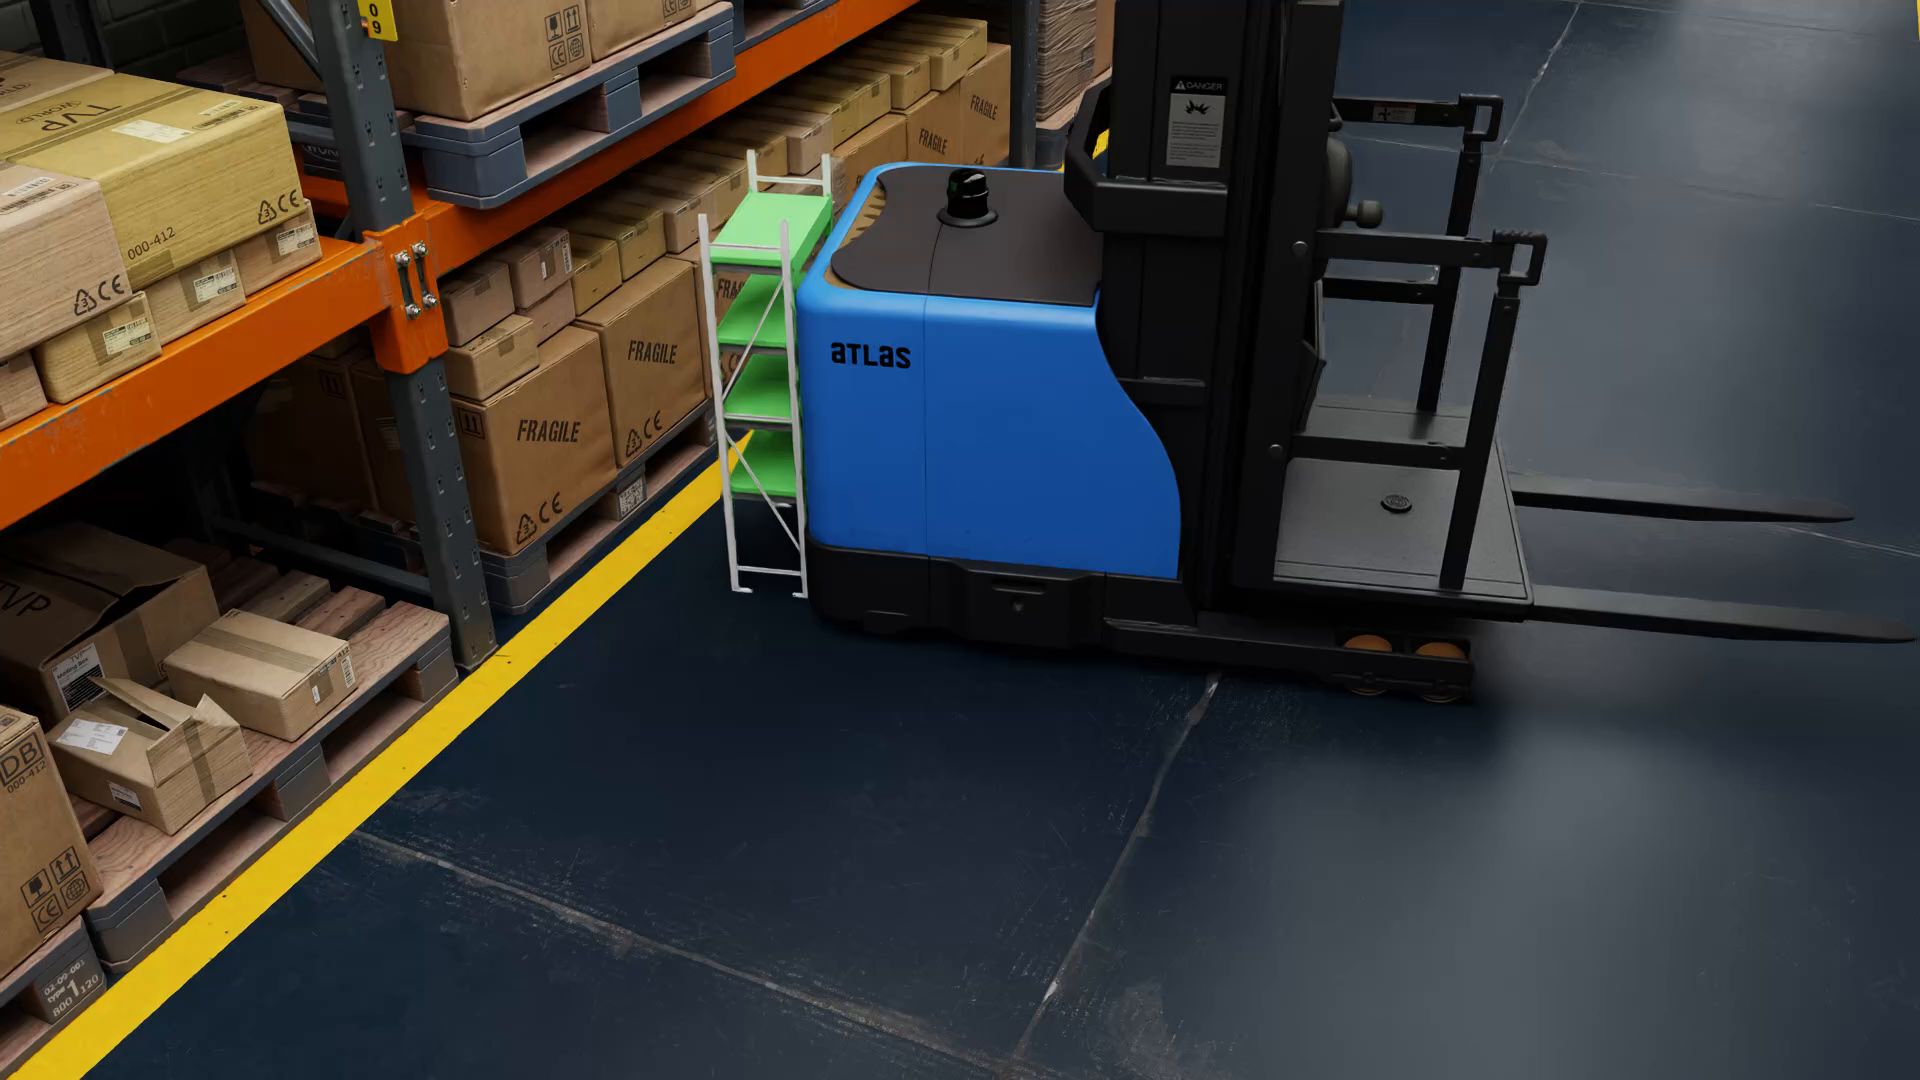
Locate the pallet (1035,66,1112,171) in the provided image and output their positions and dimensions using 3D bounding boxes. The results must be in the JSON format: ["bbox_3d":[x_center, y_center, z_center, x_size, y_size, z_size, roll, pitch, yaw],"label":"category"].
[{"bbox_3d":[0.251,-2.251,8.490,1.003,0.211,1.213,14,36,20],"label":"pallet"}]

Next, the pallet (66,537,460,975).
[{"bbox_3d":[-2.090,0.484,4.319,1.003,0.211,1.213,14,36,20],"label":"pallet"}]

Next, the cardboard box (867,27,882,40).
[{"bbox_3d":[-0.560,-2.001,7.462,0.500,0.500,0.500,16,36,22],"label":"cardboard box"}]

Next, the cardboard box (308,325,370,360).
[{"bbox_3d":[-1.910,-0.675,4.848,0.380,0.149,0.250,13,35,19],"label":"cardboard box"}]

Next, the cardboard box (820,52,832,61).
[{"bbox_3d":[-0.765,-2.103,7.027,0.380,0.149,0.250,15,36,22],"label":"cardboard box"}]

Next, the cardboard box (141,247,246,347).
[{"bbox_3d":[-1.795,-0.567,3.609,0.380,0.149,0.250,15,36,22],"label":"cardboard box"}]

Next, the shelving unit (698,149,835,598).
[{"bbox_3d":[-0.529,-0.473,4.877,0.258,1.200,0.503,5,34,8],"label":"shelving unit"}]

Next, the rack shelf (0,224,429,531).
[{"bbox_3d":[-2.639,0.273,2.754,1.077,0.370,4.000,14,36,20],"label":"rack shelf"}]

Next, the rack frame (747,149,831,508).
[{"bbox_3d":[-0.491,-0.605,5.079,0.240,1.200,0.015,5,34,8],"label":"rack frame"}]

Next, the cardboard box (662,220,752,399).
[{"bbox_3d":[-0.969,-0.858,5.720,0.500,0.500,0.500,13,35,19],"label":"cardboard box"}]

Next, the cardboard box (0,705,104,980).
[{"bbox_3d":[-2.306,0.622,3.463,0.700,0.500,0.500,13,35,19],"label":"cardboard box"}]

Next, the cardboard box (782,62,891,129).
[{"bbox_3d":[-0.493,-1.728,6.455,0.380,0.149,0.250,15,36,22],"label":"cardboard box"}]

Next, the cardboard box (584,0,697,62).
[{"bbox_3d":[-1.180,-1.689,4.616,0.700,0.500,0.500,15,36,21],"label":"cardboard box"}]

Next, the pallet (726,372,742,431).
[{"bbox_3d":[-0.987,-0.881,6.401,1.003,0.211,1.213,14,36,20],"label":"pallet"}]

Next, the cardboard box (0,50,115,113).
[{"bbox_3d":[-2.255,-0.901,3.753,0.500,0.250,0.500,14,36,20],"label":"cardboard box"}]

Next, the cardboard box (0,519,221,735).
[{"bbox_3d":[-2.293,0.200,4.279,0.500,0.311,0.500,15,36,22],"label":"cardboard box"}]

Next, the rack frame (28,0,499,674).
[{"bbox_3d":[-1.802,-1.024,4.076,1.000,3.000,0.127,14,36,20],"label":"rack frame"}]

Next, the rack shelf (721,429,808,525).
[{"bbox_3d":[-0.529,-0.219,5.044,0.258,0.148,0.480,5,34,8],"label":"rack shelf"}]

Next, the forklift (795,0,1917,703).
[{"bbox_3d":[1.121,-1.094,4.245,3.031,2.935,1.130,5,34,8],"label":"forklift"}]

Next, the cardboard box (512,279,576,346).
[{"bbox_3d":[-1.365,-0.698,4.885,0.380,0.149,0.250,13,35,19],"label":"cardboard box"}]

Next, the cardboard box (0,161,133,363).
[{"bbox_3d":[-1.990,-0.523,3.177,0.500,0.250,0.500,14,36,21],"label":"cardboard box"}]

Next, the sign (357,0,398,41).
[{"bbox_3d":[-1.306,-1.265,3.654,0.100,0.325,0.005,14,36,20],"label":"sign"}]

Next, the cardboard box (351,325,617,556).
[{"bbox_3d":[-1.395,-0.343,4.935,0.500,0.500,0.500,16,36,23],"label":"cardboard box"}]

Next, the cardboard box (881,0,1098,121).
[{"bbox_3d":[0.145,-2.506,8.119,0.875,0.625,0.625,15,36,22],"label":"cardboard box"}]

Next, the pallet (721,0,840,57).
[{"bbox_3d":[-0.938,-1.966,5.688,1.003,0.211,1.213,14,36,20],"label":"pallet"}]

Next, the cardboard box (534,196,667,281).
[{"bbox_3d":[-1.165,-0.969,5.297,0.380,0.149,0.250,14,36,20],"label":"cardboard box"}]

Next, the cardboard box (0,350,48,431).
[{"bbox_3d":[-2.016,-0.308,3.213,0.380,0.149,0.250,15,36,22],"label":"cardboard box"}]

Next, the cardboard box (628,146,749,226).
[{"bbox_3d":[-0.921,-1.208,5.661,0.380,0.149,0.250,15,36,22],"label":"cardboard box"}]

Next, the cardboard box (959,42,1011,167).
[{"bbox_3d":[-0.110,-1.886,7.288,0.500,0.500,0.500,15,36,22],"label":"cardboard box"}]

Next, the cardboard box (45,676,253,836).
[{"bbox_3d":[-1.918,0.467,3.913,0.396,0.266,0.258,15,36,22],"label":"cardboard box"}]

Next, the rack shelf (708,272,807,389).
[{"bbox_3d":[-0.529,-0.620,4.781,0.258,0.148,0.480,5,34,8],"label":"rack shelf"}]

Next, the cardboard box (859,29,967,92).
[{"bbox_3d":[-0.191,-1.970,6.824,0.380,0.149,0.250,12,35,18],"label":"cardboard box"}]

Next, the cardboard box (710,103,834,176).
[{"bbox_3d":[-0.685,-1.459,6.045,0.380,0.149,0.250,12,35,18],"label":"cardboard box"}]

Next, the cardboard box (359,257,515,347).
[{"bbox_3d":[-1.465,-0.681,4.587,0.380,0.149,0.250,14,36,20],"label":"cardboard box"}]

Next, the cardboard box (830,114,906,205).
[{"bbox_3d":[-0.546,-1.378,6.513,0.500,0.500,0.500,16,36,23],"label":"cardboard box"}]
